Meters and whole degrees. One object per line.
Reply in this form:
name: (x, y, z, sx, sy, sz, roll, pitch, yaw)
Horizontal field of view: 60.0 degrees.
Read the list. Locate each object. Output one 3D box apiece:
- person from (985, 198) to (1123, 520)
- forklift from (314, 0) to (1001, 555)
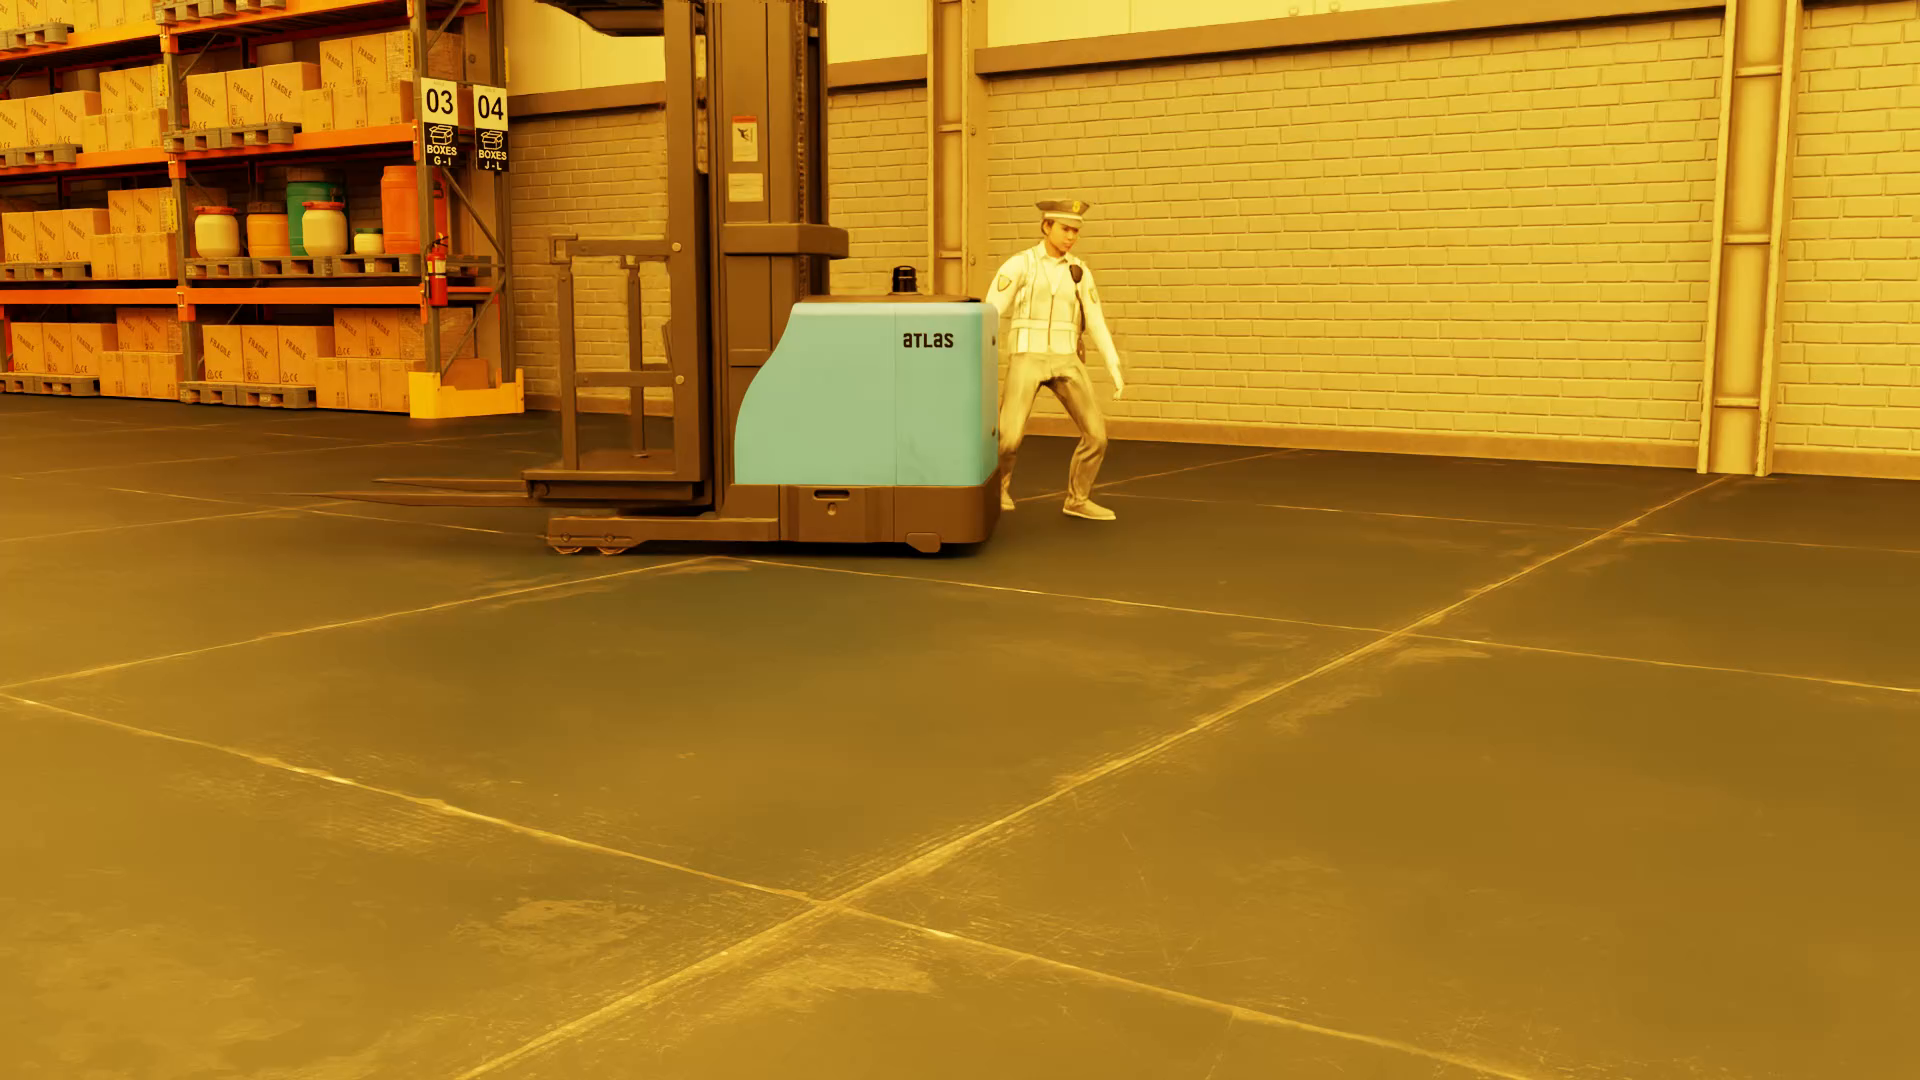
person: (0.391, -0.871, 8.171, 0.817, 1.587, 0.460, -1, 8, -9)
forklift: (-1.356, -1.459, 7.451, 3.031, 2.935, 1.130, 1, 8, 6)
